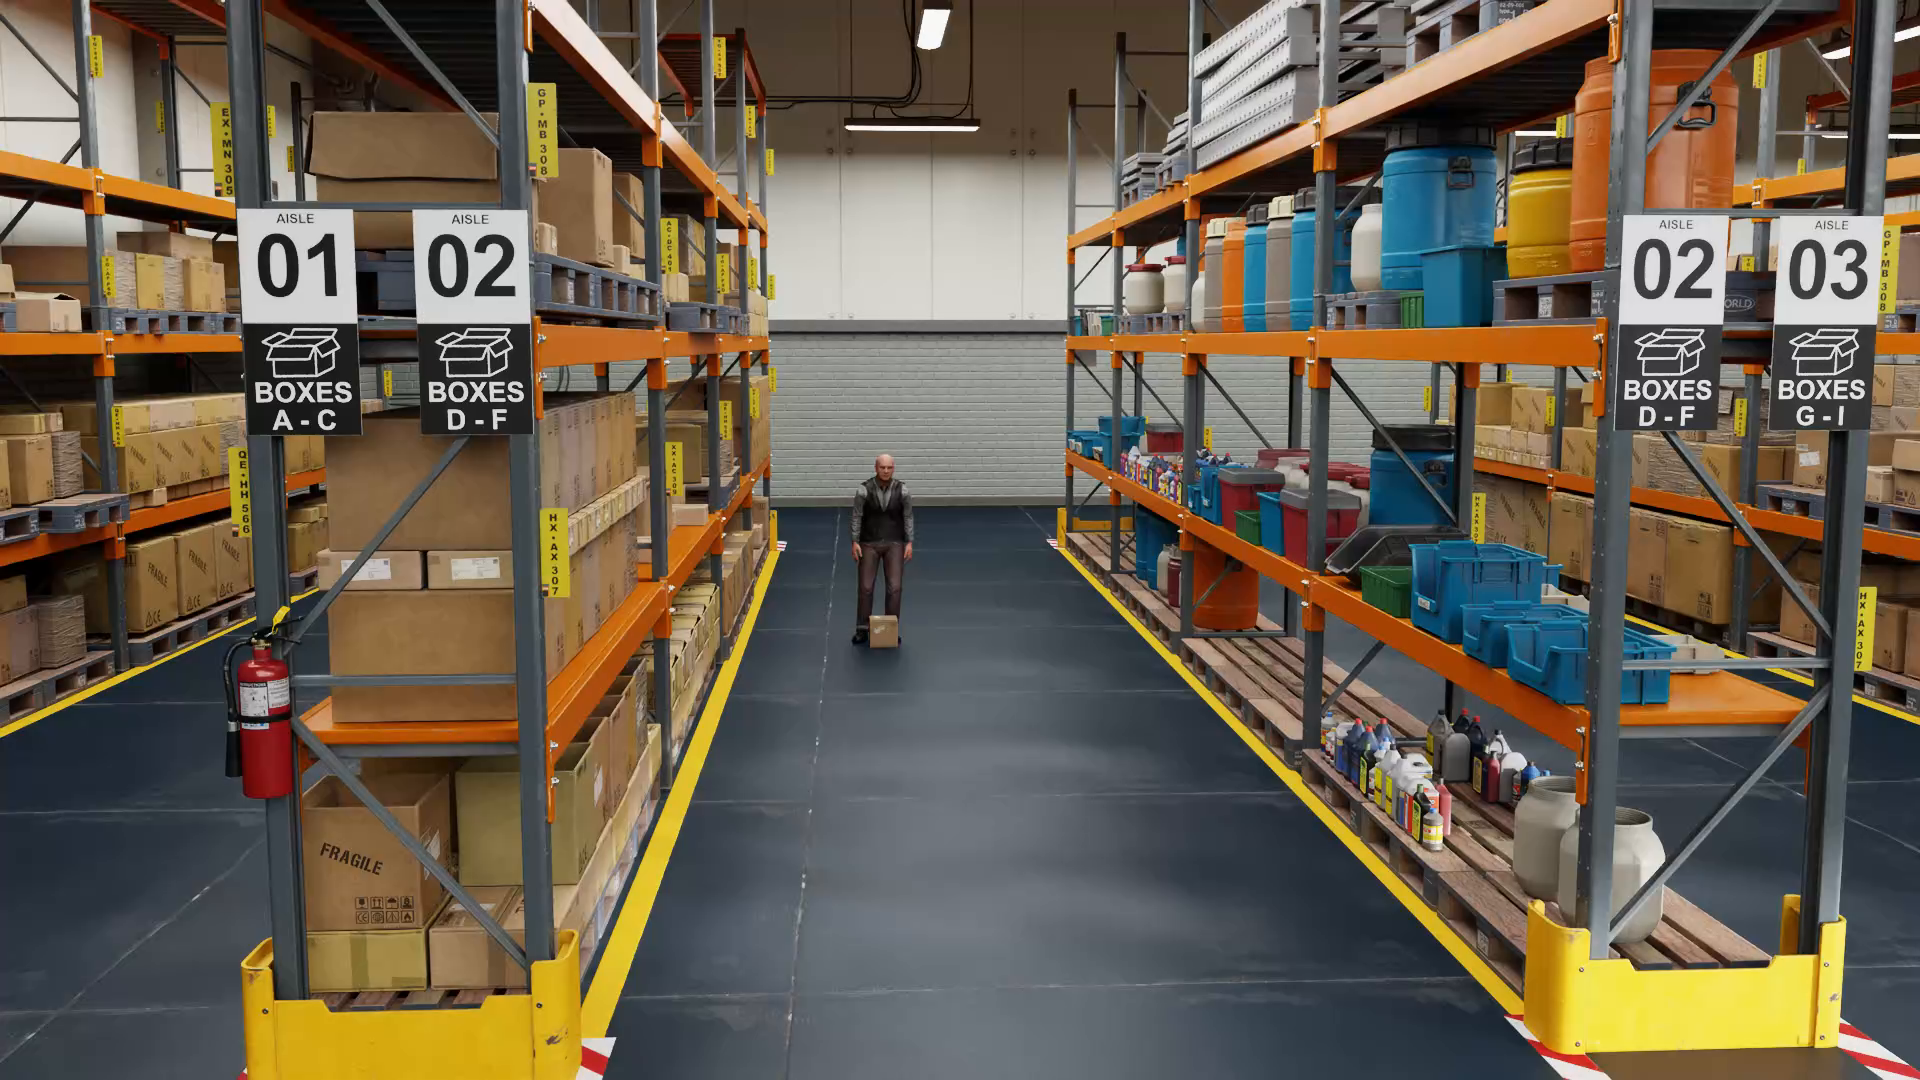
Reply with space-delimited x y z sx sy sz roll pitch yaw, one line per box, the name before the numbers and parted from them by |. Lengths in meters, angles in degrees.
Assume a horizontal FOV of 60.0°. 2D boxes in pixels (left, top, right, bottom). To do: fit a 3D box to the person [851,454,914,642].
person | -0.712 0.070 15.260 0.593 1.720 0.474 -1 7 -7
